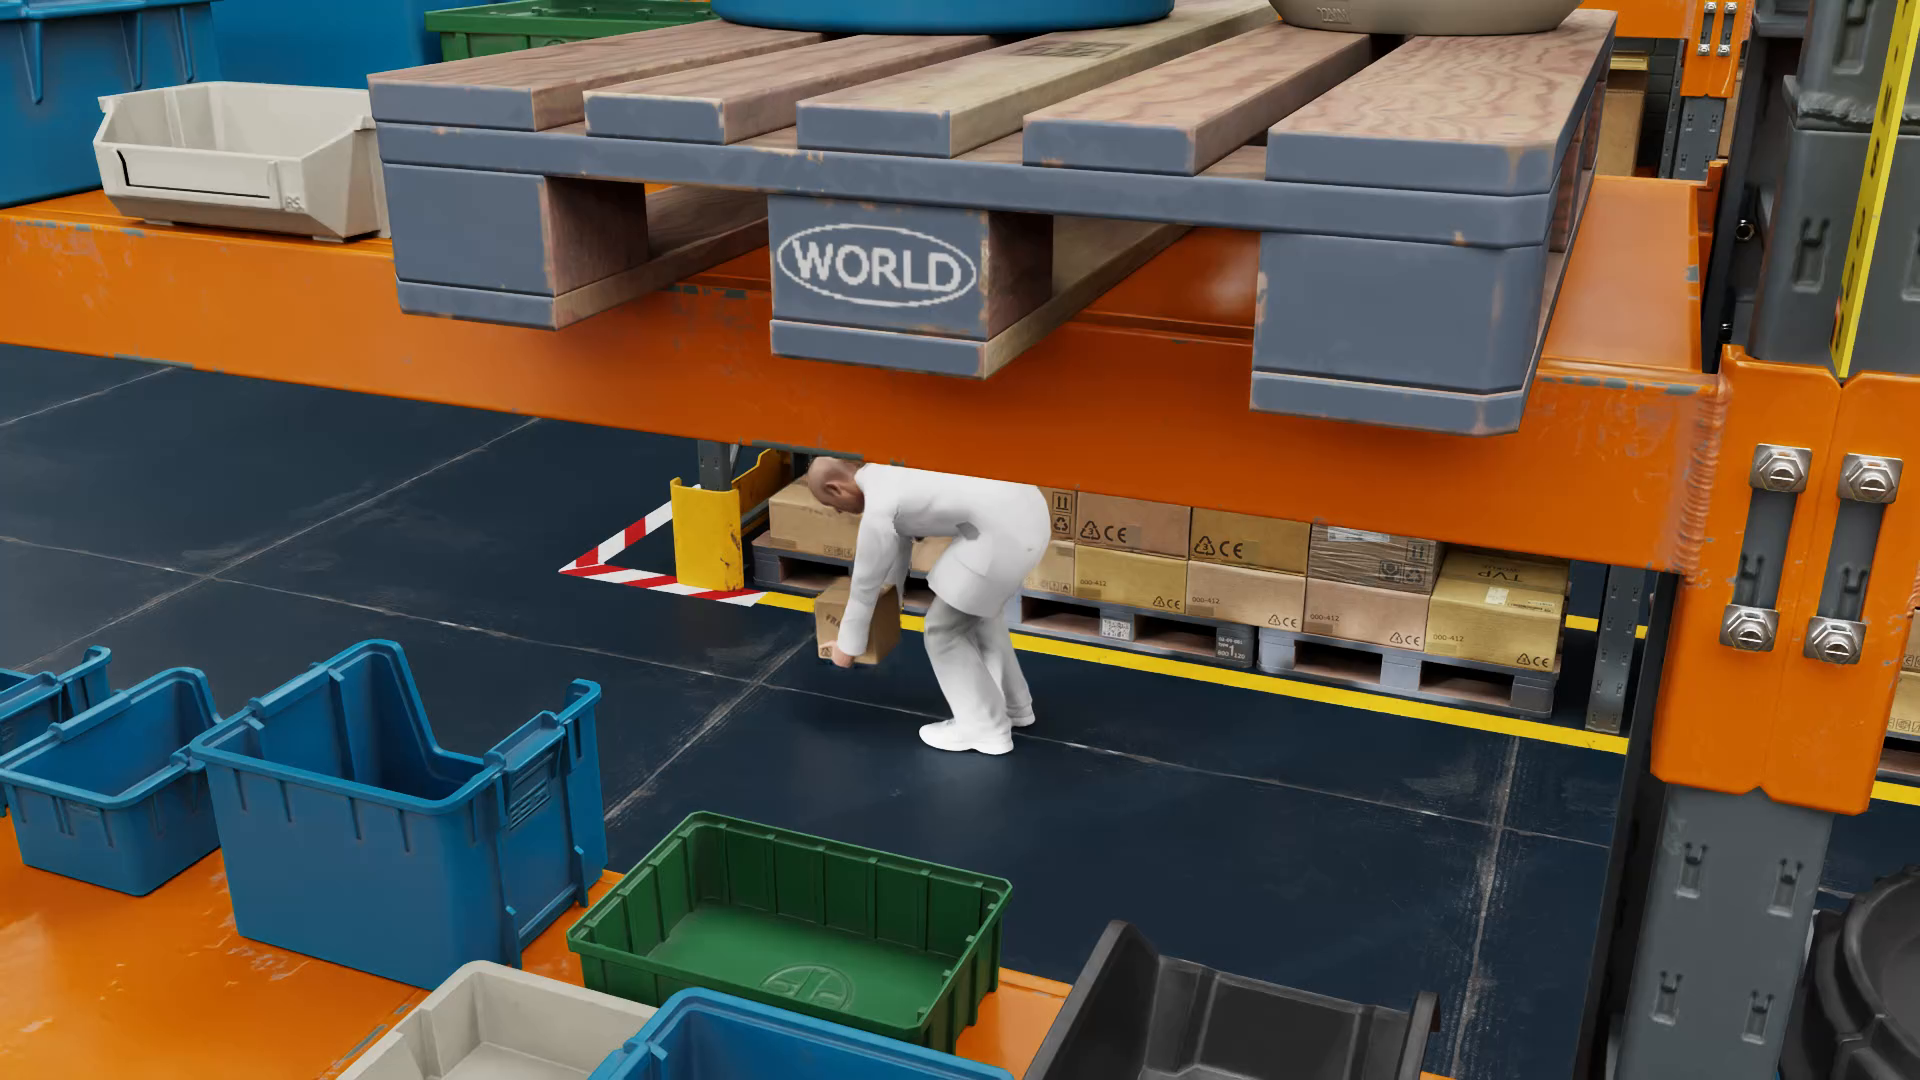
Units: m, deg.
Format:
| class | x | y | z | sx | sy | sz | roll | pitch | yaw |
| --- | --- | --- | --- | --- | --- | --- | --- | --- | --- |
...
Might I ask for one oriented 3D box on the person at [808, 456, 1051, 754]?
| class | x | y | z | sx | sy | sz | roll | pitch | yaw |
| --- | --- | --- | --- | --- | --- | --- | --- | --- | --- |
| person | -0.122 | 0.205 | 6.455 | 0.948 | 1.139 | 0.568 | 8 | 23 | 18 |
